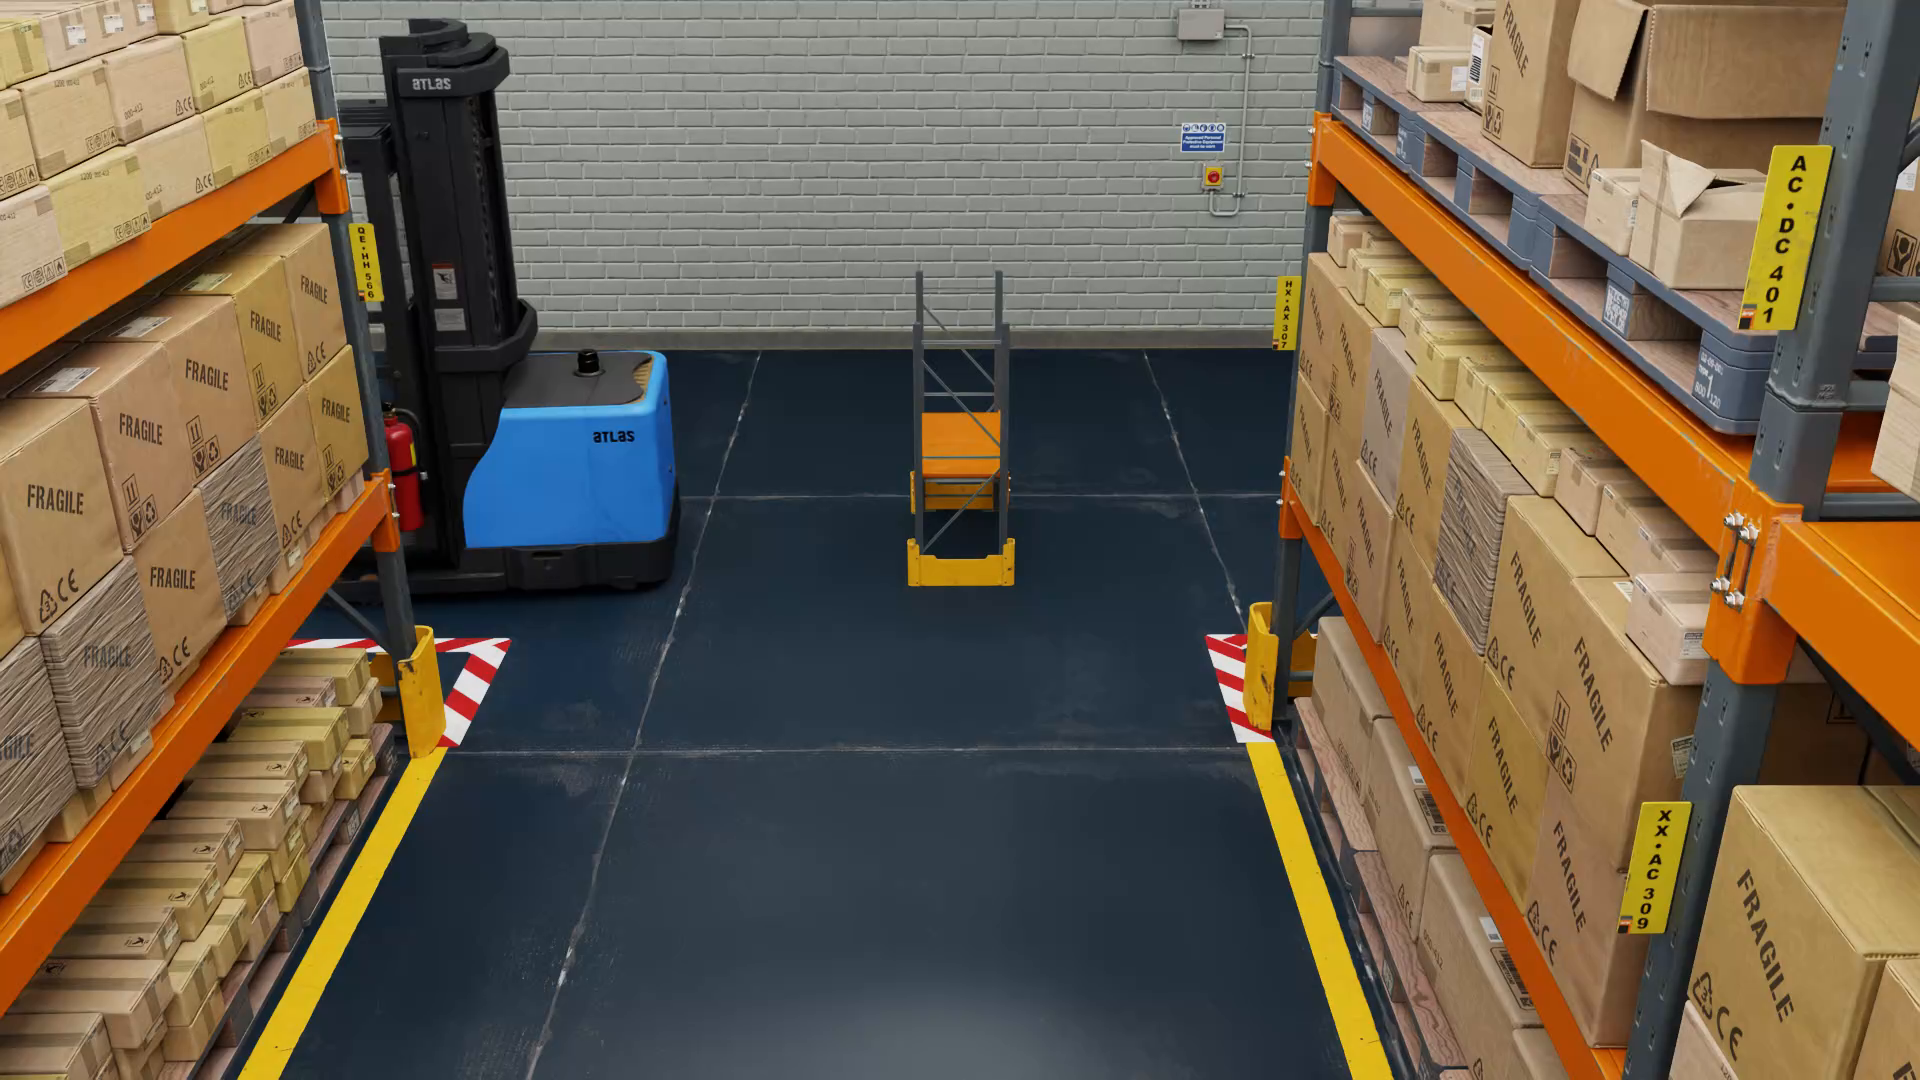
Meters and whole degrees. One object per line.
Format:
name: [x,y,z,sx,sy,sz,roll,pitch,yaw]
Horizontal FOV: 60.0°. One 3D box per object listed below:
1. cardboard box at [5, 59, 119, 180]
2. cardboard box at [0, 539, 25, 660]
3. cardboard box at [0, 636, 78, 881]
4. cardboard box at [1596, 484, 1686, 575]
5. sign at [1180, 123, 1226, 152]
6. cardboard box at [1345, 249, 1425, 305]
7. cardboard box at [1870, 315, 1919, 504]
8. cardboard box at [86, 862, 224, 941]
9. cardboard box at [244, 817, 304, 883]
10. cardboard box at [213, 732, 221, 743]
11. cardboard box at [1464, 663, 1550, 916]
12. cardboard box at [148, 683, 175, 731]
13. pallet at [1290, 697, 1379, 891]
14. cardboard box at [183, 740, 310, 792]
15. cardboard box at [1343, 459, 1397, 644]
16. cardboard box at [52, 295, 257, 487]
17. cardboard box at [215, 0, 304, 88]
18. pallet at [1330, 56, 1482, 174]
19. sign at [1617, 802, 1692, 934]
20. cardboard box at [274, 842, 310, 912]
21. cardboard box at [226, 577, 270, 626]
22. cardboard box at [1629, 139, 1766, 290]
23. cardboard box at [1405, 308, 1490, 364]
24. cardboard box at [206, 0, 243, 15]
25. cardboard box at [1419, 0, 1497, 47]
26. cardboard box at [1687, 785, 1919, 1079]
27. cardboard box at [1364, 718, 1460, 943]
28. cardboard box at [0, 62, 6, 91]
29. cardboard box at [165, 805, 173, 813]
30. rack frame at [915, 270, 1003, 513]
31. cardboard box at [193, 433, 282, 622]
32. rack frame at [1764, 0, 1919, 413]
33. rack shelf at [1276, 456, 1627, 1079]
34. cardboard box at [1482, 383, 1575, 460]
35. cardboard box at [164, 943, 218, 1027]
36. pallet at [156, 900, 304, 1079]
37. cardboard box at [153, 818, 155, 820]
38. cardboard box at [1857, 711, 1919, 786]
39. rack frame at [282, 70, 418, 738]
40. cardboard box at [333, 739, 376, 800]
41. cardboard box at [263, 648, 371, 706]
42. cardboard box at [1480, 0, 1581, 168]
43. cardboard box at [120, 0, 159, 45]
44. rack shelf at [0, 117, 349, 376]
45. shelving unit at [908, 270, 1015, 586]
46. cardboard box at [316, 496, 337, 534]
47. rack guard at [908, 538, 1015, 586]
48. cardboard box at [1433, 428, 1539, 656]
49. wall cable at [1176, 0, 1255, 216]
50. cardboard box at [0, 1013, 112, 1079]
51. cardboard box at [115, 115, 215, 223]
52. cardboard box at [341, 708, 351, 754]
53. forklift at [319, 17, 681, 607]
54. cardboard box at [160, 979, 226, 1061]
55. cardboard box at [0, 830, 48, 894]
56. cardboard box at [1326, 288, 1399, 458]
cardboard box: [-2.734,-1.182,4.658,0.500,0.250,0.500,-1,24,-3]
cardboard box: [-2.736,0.137,4.111,0.500,0.500,0.500,-1,24,-2]
cardboard box: [-2.719,0.584,4.336,0.500,0.500,0.500,0,24,-1]
cardboard box: [1.786,-0.024,4.040,0.380,0.149,0.250,0,24,0]
sign: [1.818,-3.009,12.436,0.327,0.218,0.001,0,24,-1]
cardboard box: [1.641,-0.972,6.137,0.380,0.149,0.250,0,24,1]
cardboard box: [1.651,-0.179,2.518,0.396,0.266,0.258,0,24,-1]
cardboard box: [-2.742,1.224,5.632,0.380,0.149,0.250,0,24,0]
cardboard box: [-2.680,1.142,6.174,0.380,0.149,0.250,0,24,0]
cardboard box: [-3.302,0.828,6.867,0.380,0.149,0.250,0,24,-1]
cardboard box: [1.723,0.663,4.523,0.500,0.500,0.500,-1,24,-2]
cardboard box: [-2.742,0.518,5.270,0.380,0.149,0.250,1,24,1]
pallet: [2.038,1.062,7.146,1.003,0.211,1.213,0,24,-1]
cardboard box: [-2.723,0.897,6.356,0.380,0.149,0.250,-1,24,-3]
cardboard box: [1.691,0.034,5.914,0.500,0.500,0.500,0,24,-1]
cardboard box: [-2.723,-0.500,5.520,0.500,0.500,0.500,1,24,2]
cardboard box: [-2.738,-1.811,6.050,0.500,0.250,0.500,-1,24,-2]
pallet: [1.970,-1.558,6.023,1.003,0.211,1.213,0,24,-1]
sign: [1.440,0.683,3.453,0.100,0.325,0.005,0,24,-1]
cardboard box: [-2.681,1.271,6.250,0.380,0.149,0.250,-1,24,-3]
cardboard box: [-2.728,0.193,5.987,0.380,0.149,0.250,-1,24,-3]
cardboard box: [1.668,-0.694,3.536,0.396,0.266,0.258,1,24,1]
cardboard box: [1.678,-0.652,5.430,0.380,0.149,0.250,0,24,0]
cardboard box: [-2.773,-1.944,5.860,0.380,0.149,0.250,0,24,0]
cardboard box: [2.046,-1.888,6.196,0.500,0.250,0.500,-2,24,-5]
cardboard box: [1.712,0.792,3.024,0.500,0.500,0.500,0,24,0]
cardboard box: [2.077,1.087,6.306,0.875,0.438,0.875,0,24,1]
cardboard box: [-2.681,-1.196,4.207,0.380,0.149,0.250,1,24,2]
cardboard box: [-3.217,1.061,6.714,0.380,0.149,0.250,0,24,0]
rack frame: [-0.005,-0.858,9.826,0.500,1.500,0.032,0,24,-1]
cardboard box: [-2.719,-0.050,5.738,0.500,0.500,0.500,0,24,0]
rack frame: [1.995,-1.623,2.418,1.000,3.000,0.127,0,24,-1]
rack shelf: [1.973,0.614,5.625,1.077,0.370,4.000,0,24,-1]
cardboard box: [1.723,-0.339,4.737,0.380,0.149,0.250,-1,24,-2]
cardboard box: [-2.688,1.463,5.465,0.380,0.149,0.250,0,24,-1]
pallet: [-3.012,1.664,5.814,1.003,0.211,1.213,0,24,-1]
cardboard box: [-3.218,1.144,6.170,0.380,0.149,0.250,-1,24,-3]
cardboard box: [2.232,0.412,3.864,0.500,0.500,0.500,0,24,0]
rack frame: [-2.997,-0.474,7.158,1.000,3.000,0.127,0,24,-1]
cardboard box: [-2.679,0.955,6.948,0.380,0.149,0.250,0,24,1]
cardboard box: [-2.738,0.580,7.056,0.380,0.149,0.250,0,24,0]
cardboard box: [1.824,-1.356,4.715,0.500,0.500,0.500,0,24,0]
cardboard box: [-2.738,-1.625,5.155,0.380,0.149,0.250,-1,24,-2]
rack shelf: [-2.975,-0.689,4.866,1.077,0.370,4.000,0,24,-1]
shelving unit: [0.001,-0.652,9.371,0.587,1.500,1.083,0,24,-1]
cardboard box: [-2.746,-0.124,6.688,0.380,0.149,0.250,0,24,-1]
rack guard: [0.006,0.123,9.175,0.587,0.250,0.087,0,24,-1]
cardboard box: [1.702,-0.003,4.781,0.500,0.500,0.500,0,24,0]
wall cable: [1.867,-3.338,12.220,0.585,1.953,0.123,0,24,-1]
cardboard box: [-2.771,1.543,4.927,0.380,0.149,0.250,-1,24,-2]
cardboard box: [-2.723,-1.171,5.242,0.500,0.250,0.500,1,24,2]
cardboard box: [-2.757,0.822,6.881,0.380,0.149,0.250,-1,24,-2]
forklift: [-3.139,-1.202,8.852,3.031,2.935,1.130,-2,24,-5]
cardboard box: [-2.691,1.596,5.531,0.380,0.149,0.250,-1,24,-2]
cardboard box: [-2.759,0.843,4.551,0.380,0.149,0.250,-1,24,-3]
cardboard box: [1.685,-0.627,6.162,0.500,0.500,0.500,-1,24,-2]
